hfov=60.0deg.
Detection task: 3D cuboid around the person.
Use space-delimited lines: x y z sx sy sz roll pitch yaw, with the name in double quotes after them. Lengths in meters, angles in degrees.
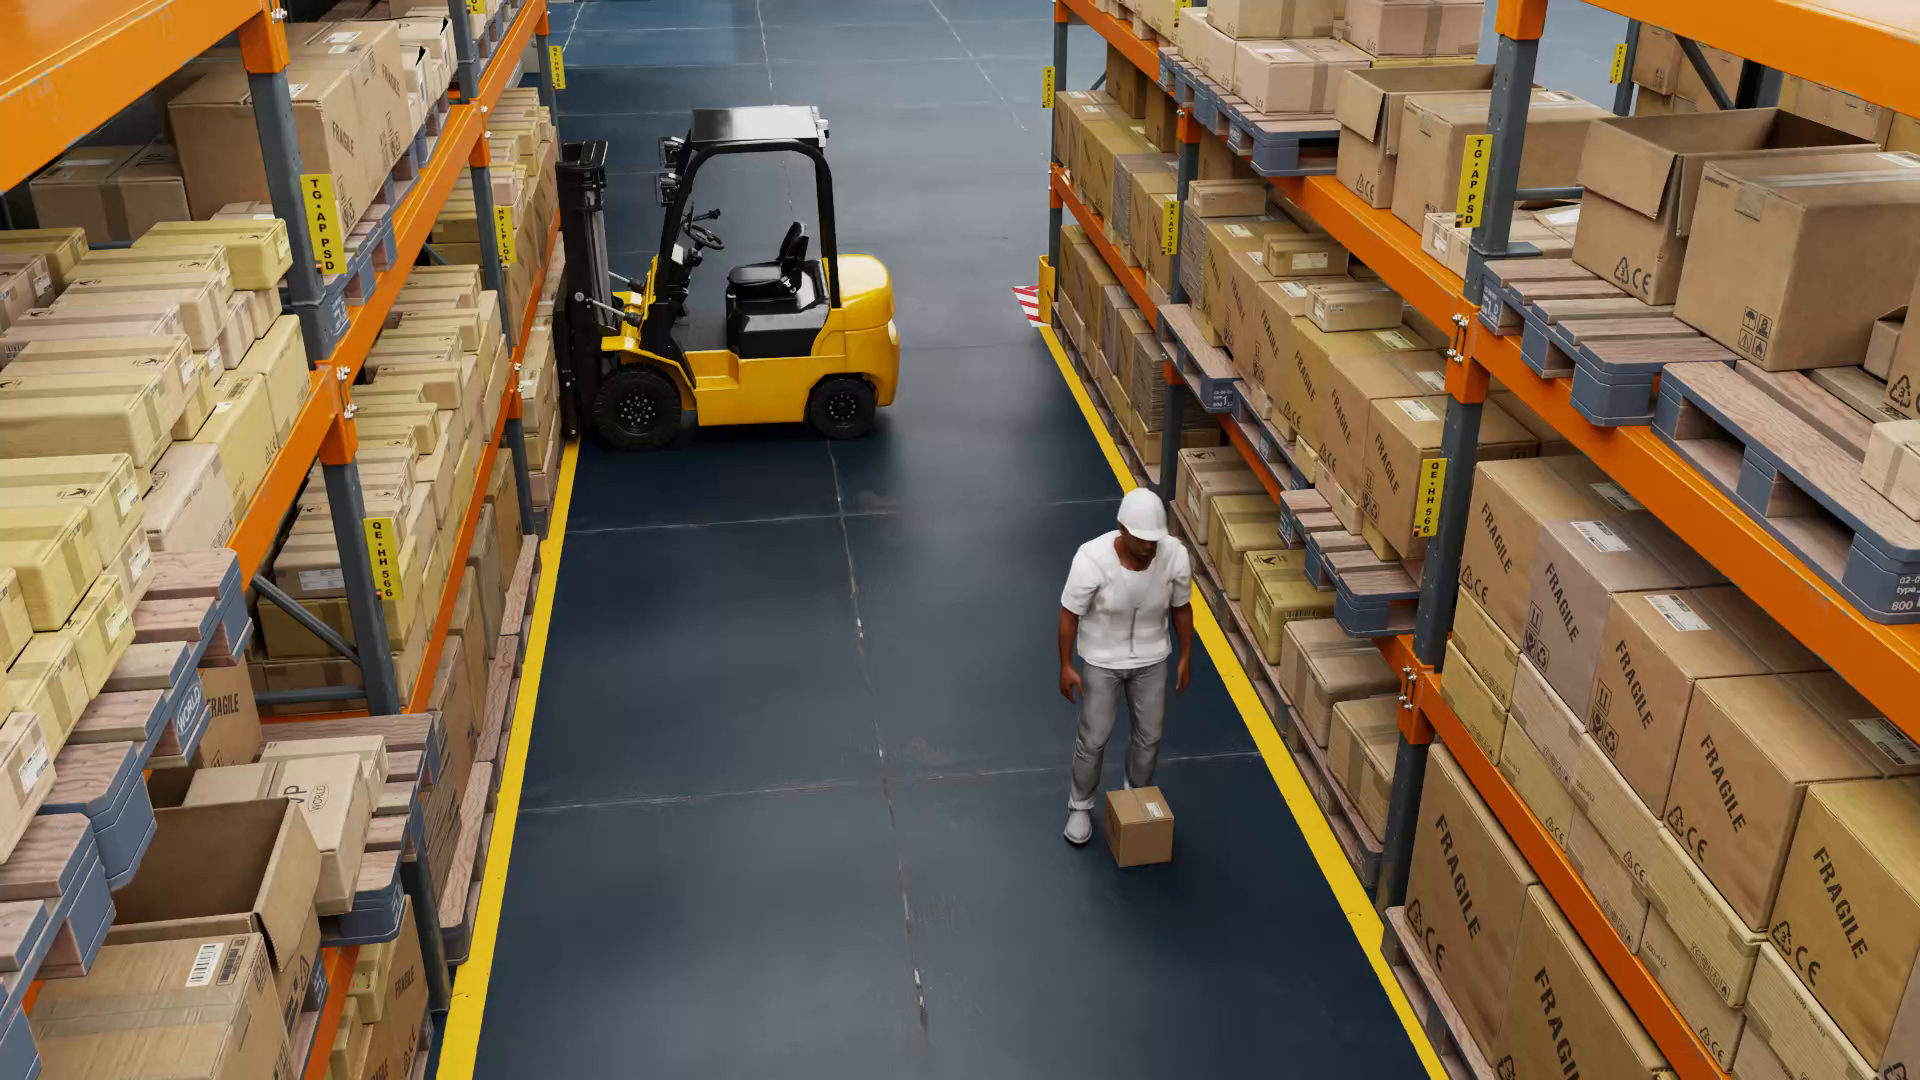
0.751 0.551 7.514 0.626 1.761 0.459 -4 27 -9 "person"
